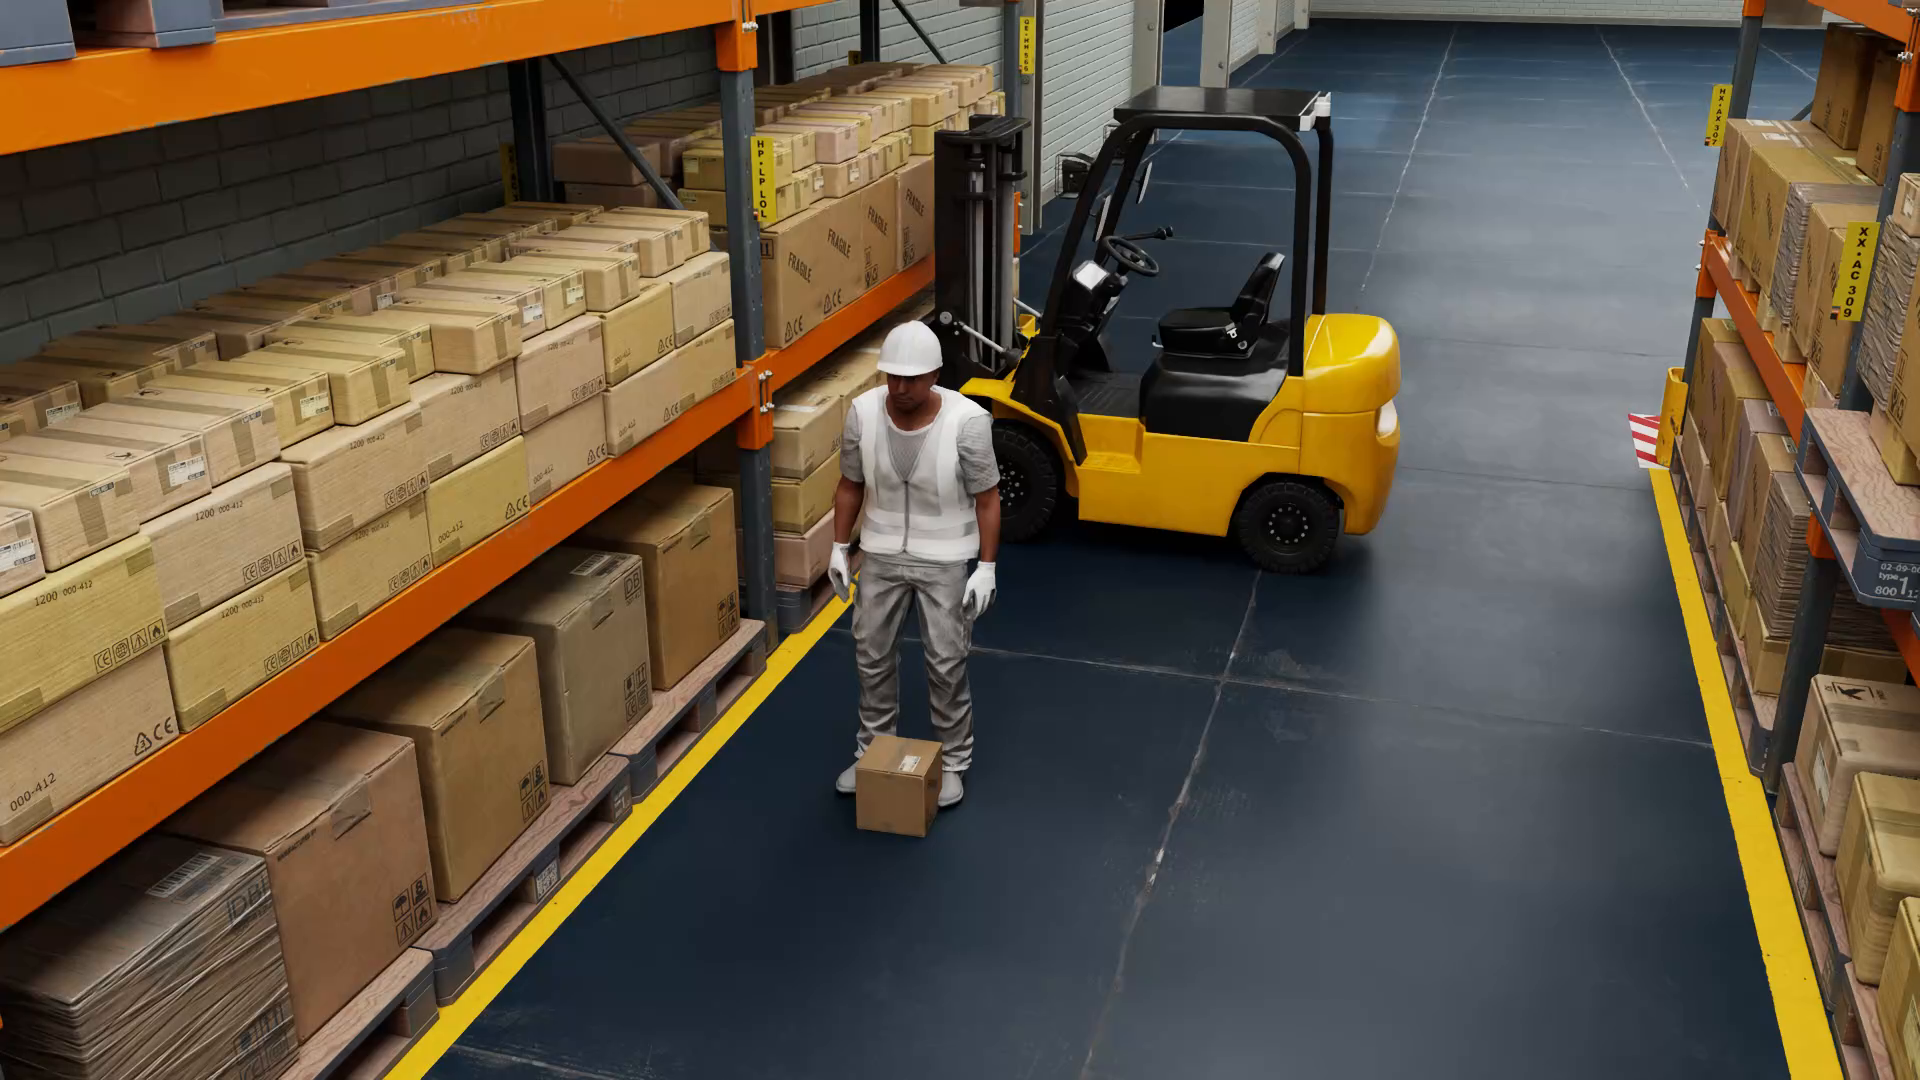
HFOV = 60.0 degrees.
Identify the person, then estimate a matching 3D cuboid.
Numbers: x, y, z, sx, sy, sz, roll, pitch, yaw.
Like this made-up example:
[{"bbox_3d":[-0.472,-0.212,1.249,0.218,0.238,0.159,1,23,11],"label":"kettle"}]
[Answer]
[{"bbox_3d":[-0.164,0.084,5.862,0.619,1.774,0.446,7,23,16],"label":"person"}]
